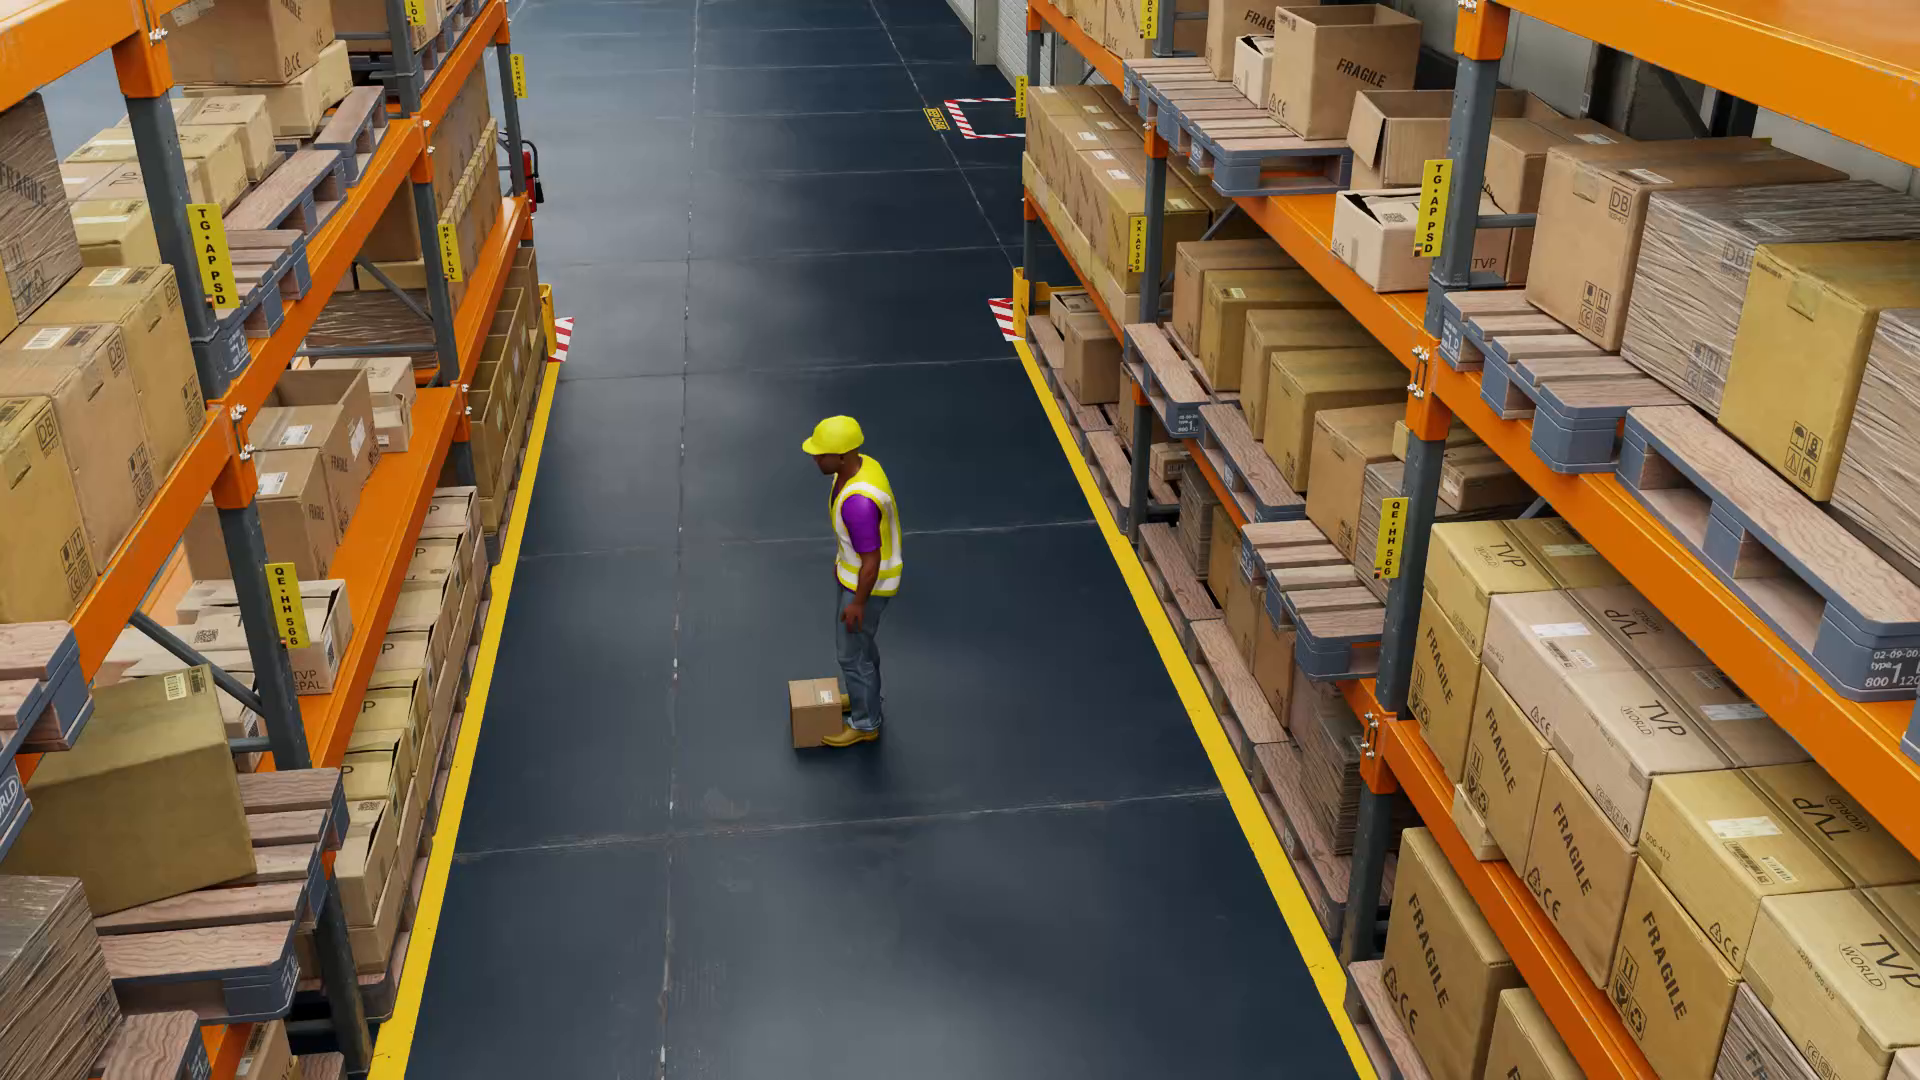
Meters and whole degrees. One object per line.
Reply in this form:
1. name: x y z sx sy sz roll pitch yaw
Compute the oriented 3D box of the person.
1. person: -0.518 0.192 8.219 0.458 1.761 0.626 -4 27 -7
